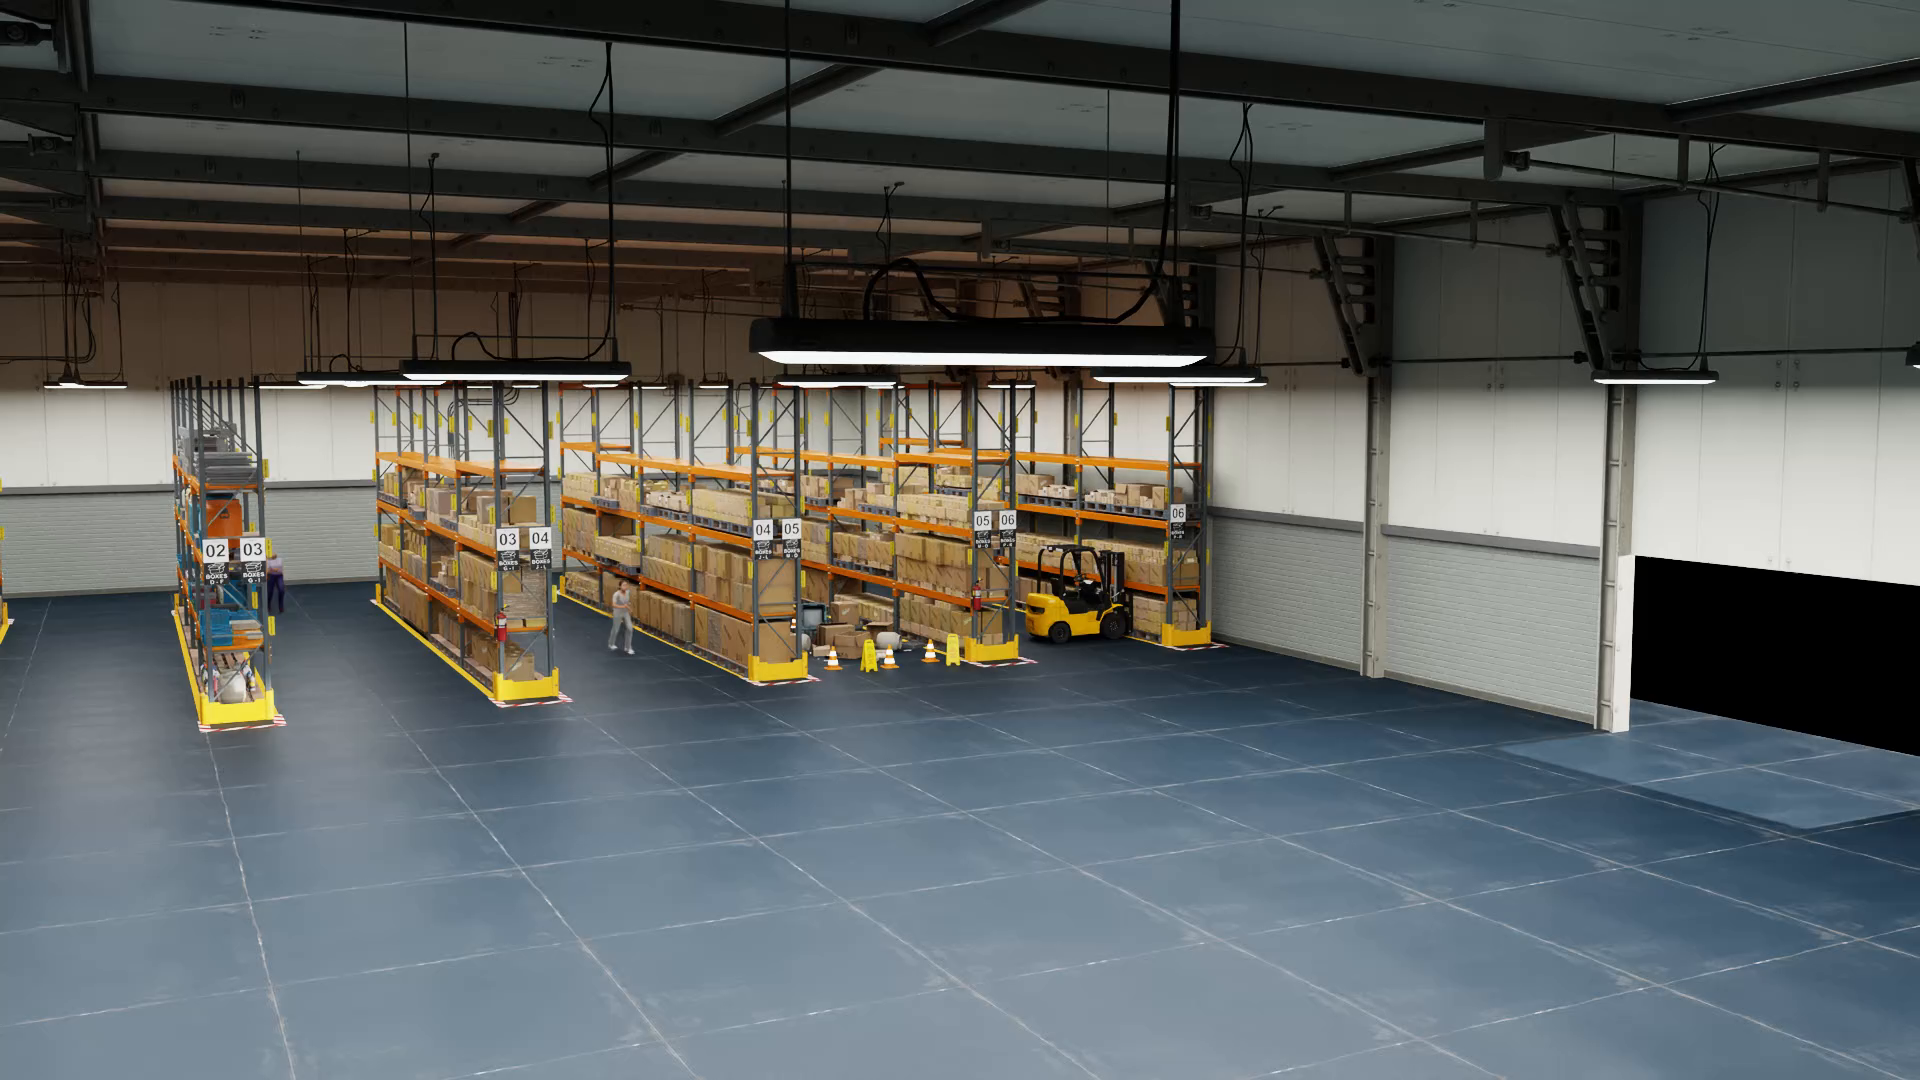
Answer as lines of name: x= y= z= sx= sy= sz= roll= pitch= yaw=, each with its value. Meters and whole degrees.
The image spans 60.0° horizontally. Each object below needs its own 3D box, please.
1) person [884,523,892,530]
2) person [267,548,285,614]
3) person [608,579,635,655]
person: x=-2.044 y=0.375 z=46.801 sx=0.673 sy=1.819 sz=0.930 roll=-5 pitch=7 yaw=-42
person: x=-17.837 y=1.060 z=43.233 sx=0.557 sy=1.707 sz=0.843 roll=-4 pitch=7 yaw=-40
person: x=-7.442 y=1.666 z=36.485 sx=0.561 sy=1.638 sz=0.956 roll=-4 pitch=6 yaw=-38
